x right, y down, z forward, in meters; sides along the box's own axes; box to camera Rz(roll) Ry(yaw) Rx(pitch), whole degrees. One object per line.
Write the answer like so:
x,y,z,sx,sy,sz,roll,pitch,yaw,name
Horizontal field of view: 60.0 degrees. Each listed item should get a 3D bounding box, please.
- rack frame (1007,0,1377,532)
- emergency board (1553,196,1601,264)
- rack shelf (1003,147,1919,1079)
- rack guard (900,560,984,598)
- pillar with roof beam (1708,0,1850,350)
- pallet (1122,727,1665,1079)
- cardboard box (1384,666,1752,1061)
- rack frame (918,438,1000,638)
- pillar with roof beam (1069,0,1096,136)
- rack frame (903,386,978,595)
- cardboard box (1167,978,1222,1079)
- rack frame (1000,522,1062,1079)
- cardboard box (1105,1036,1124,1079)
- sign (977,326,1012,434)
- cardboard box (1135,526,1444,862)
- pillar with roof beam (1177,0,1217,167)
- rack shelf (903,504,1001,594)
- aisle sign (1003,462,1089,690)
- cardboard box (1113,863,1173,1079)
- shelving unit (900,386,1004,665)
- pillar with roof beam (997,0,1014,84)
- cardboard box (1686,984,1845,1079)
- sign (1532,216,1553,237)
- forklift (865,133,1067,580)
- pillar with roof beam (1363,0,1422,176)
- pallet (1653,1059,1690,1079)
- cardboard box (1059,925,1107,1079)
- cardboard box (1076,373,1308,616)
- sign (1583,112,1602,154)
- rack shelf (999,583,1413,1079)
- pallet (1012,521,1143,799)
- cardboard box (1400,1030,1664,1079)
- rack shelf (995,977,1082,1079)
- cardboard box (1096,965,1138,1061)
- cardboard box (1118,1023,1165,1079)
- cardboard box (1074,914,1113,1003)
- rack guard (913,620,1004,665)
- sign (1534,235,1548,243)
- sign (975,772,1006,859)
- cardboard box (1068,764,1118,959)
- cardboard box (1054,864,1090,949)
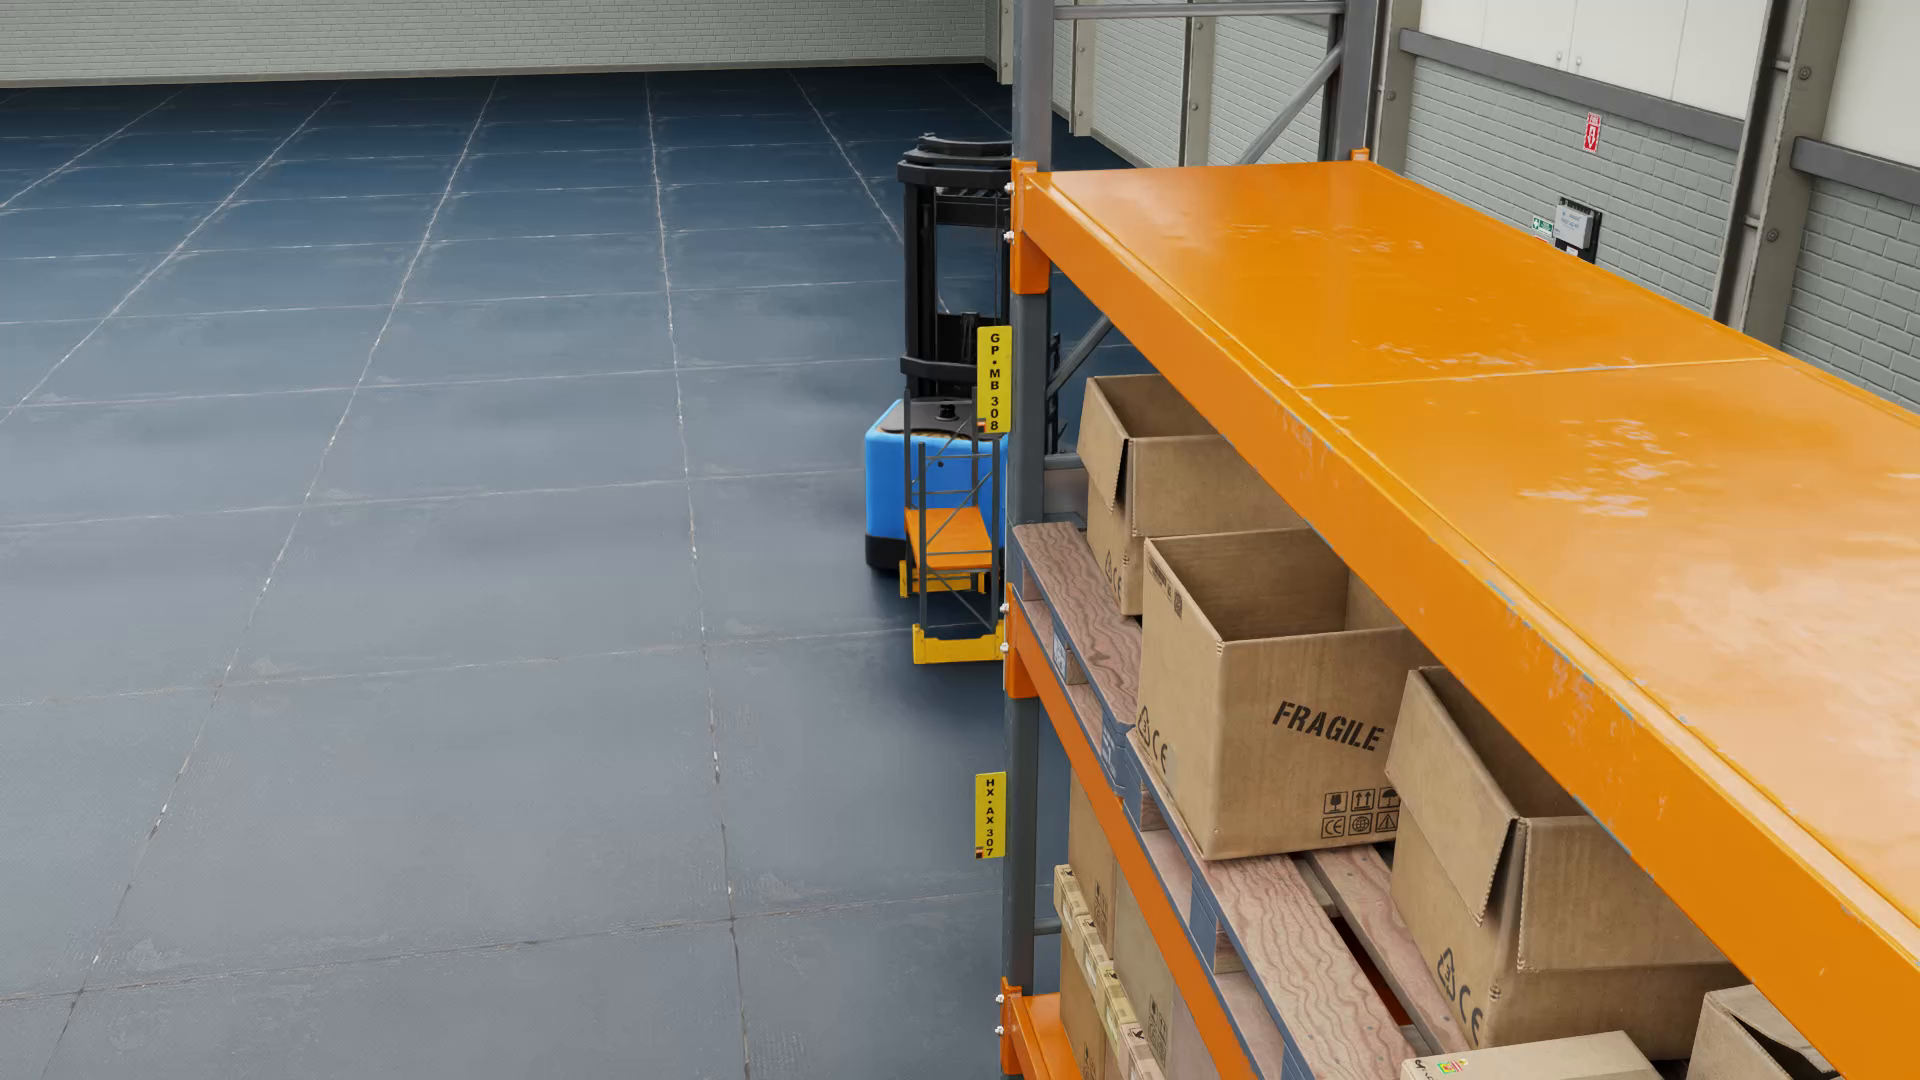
0.647,-1.445,4.558,1.000,3.000,0.127,-4,24,-10,rack frame
4.965,-2.188,13.754,0.194,1.169,0.643,-4,24,-10,emergency board
1.017,-0.146,2.981,1.077,0.370,4.000,-4,24,-10,rack shelf
-0.124,0.260,11.585,0.587,0.250,0.087,-3,24,-6,rack guard
1.154,-3.643,9.591,9.100,9.000,0.400,-4,24,-10,pillar with roof beam
0.982,0.731,3.434,1.003,0.211,1.213,-4,24,-10,pallet
1.206,0.542,2.928,0.797,0.503,0.637,-2,24,-4,cardboard box
-0.006,0.083,10.428,0.500,1.500,0.032,-3,24,-6,rack frame
-2.174,-10.724,25.802,9.100,9.000,0.400,-4,24,-10,pillar with roof beam
-0.127,-0.321,11.353,0.500,1.500,0.032,-3,24,-6,rack frame
0.927,1.274,4.083,0.700,0.500,0.500,-4,24,-10,cardboard box
0.647,1.304,5.759,1.000,3.000,0.127,-4,24,-10,rack frame
0.823,1.649,4.844,0.700,0.500,0.500,-4,24,-8,cardboard box
0.101,-0.469,4.879,0.100,0.325,0.005,-4,24,-10,sign
0.686,0.300,3.485,0.500,0.500,0.500,-4,24,-10,cardboard box
-1.065,-8.363,20.399,9.100,9.000,0.400,-4,24,-10,pillar with roof beam
-0.066,0.046,10.962,0.538,0.185,1.000,-3,24,-6,rack shelf
0.334,0.109,5.246,0.394,0.787,0.004,-4,24,-10,aisle sign
0.833,1.075,4.536,0.700,0.500,0.500,-5,24,-11,cardboard box
-0.065,-0.115,10.882,0.587,1.500,1.083,-3,24,-6,shelving unit
-3.284,-13.084,31.206,9.100,9.000,0.400,-4,24,-10,pillar with roof beam
1.453,0.857,2.447,0.500,0.311,0.500,-6,24,-13,cardboard box
4.957,-2.670,14.150,0.001,0.109,0.331,-4,24,-10,sign
0.200,-1.623,12.546,1.130,2.935,3.031,6,24,14,forklift
0.045,-6.003,14.995,9.100,9.000,0.400,-4,24,-10,pillar with roof beam
1.204,1.210,2.338,1.003,0.211,1.213,-4,24,-10,pallet
0.721,1.443,5.317,0.700,0.500,0.500,-4,24,-10,cardboard box
0.749,-0.148,4.508,0.797,0.503,0.637,-3,24,-6,cardboard box
5.062,-3.261,13.314,0.001,0.298,0.199,-4,24,-10,sign
1.017,1.046,3.502,1.077,0.370,4.000,-4,24,-10,rack shelf
0.753,0.250,4.535,1.003,0.211,1.213,-4,24,-10,pallet
0.895,0.907,2.535,0.380,0.149,0.250,-4,24,-10,cardboard box
1.017,2.420,4.102,1.077,0.370,4.000,-4,24,-10,rack shelf
0.604,1.333,4.757,0.380,0.149,0.250,-4,24,-10,cardboard box
0.649,1.432,4.530,0.380,0.149,0.250,-5,24,-11,cardboard box
0.560,1.235,4.982,0.380,0.149,0.250,-5,24,-11,cardboard box
-0.006,0.656,10.679,0.587,0.250,0.087,-3,24,-6,rack guard
4.965,-2.429,14.262,0.001,0.329,0.234,-4,24,-10,sign
0.101,0.910,5.481,0.100,0.325,0.005,-4,24,-10,sign
0.731,0.869,5.009,0.700,0.500,0.500,-4,24,-10,cardboard box
0.508,1.131,5.219,0.380,0.149,0.250,-4,24,-10,cardboard box
